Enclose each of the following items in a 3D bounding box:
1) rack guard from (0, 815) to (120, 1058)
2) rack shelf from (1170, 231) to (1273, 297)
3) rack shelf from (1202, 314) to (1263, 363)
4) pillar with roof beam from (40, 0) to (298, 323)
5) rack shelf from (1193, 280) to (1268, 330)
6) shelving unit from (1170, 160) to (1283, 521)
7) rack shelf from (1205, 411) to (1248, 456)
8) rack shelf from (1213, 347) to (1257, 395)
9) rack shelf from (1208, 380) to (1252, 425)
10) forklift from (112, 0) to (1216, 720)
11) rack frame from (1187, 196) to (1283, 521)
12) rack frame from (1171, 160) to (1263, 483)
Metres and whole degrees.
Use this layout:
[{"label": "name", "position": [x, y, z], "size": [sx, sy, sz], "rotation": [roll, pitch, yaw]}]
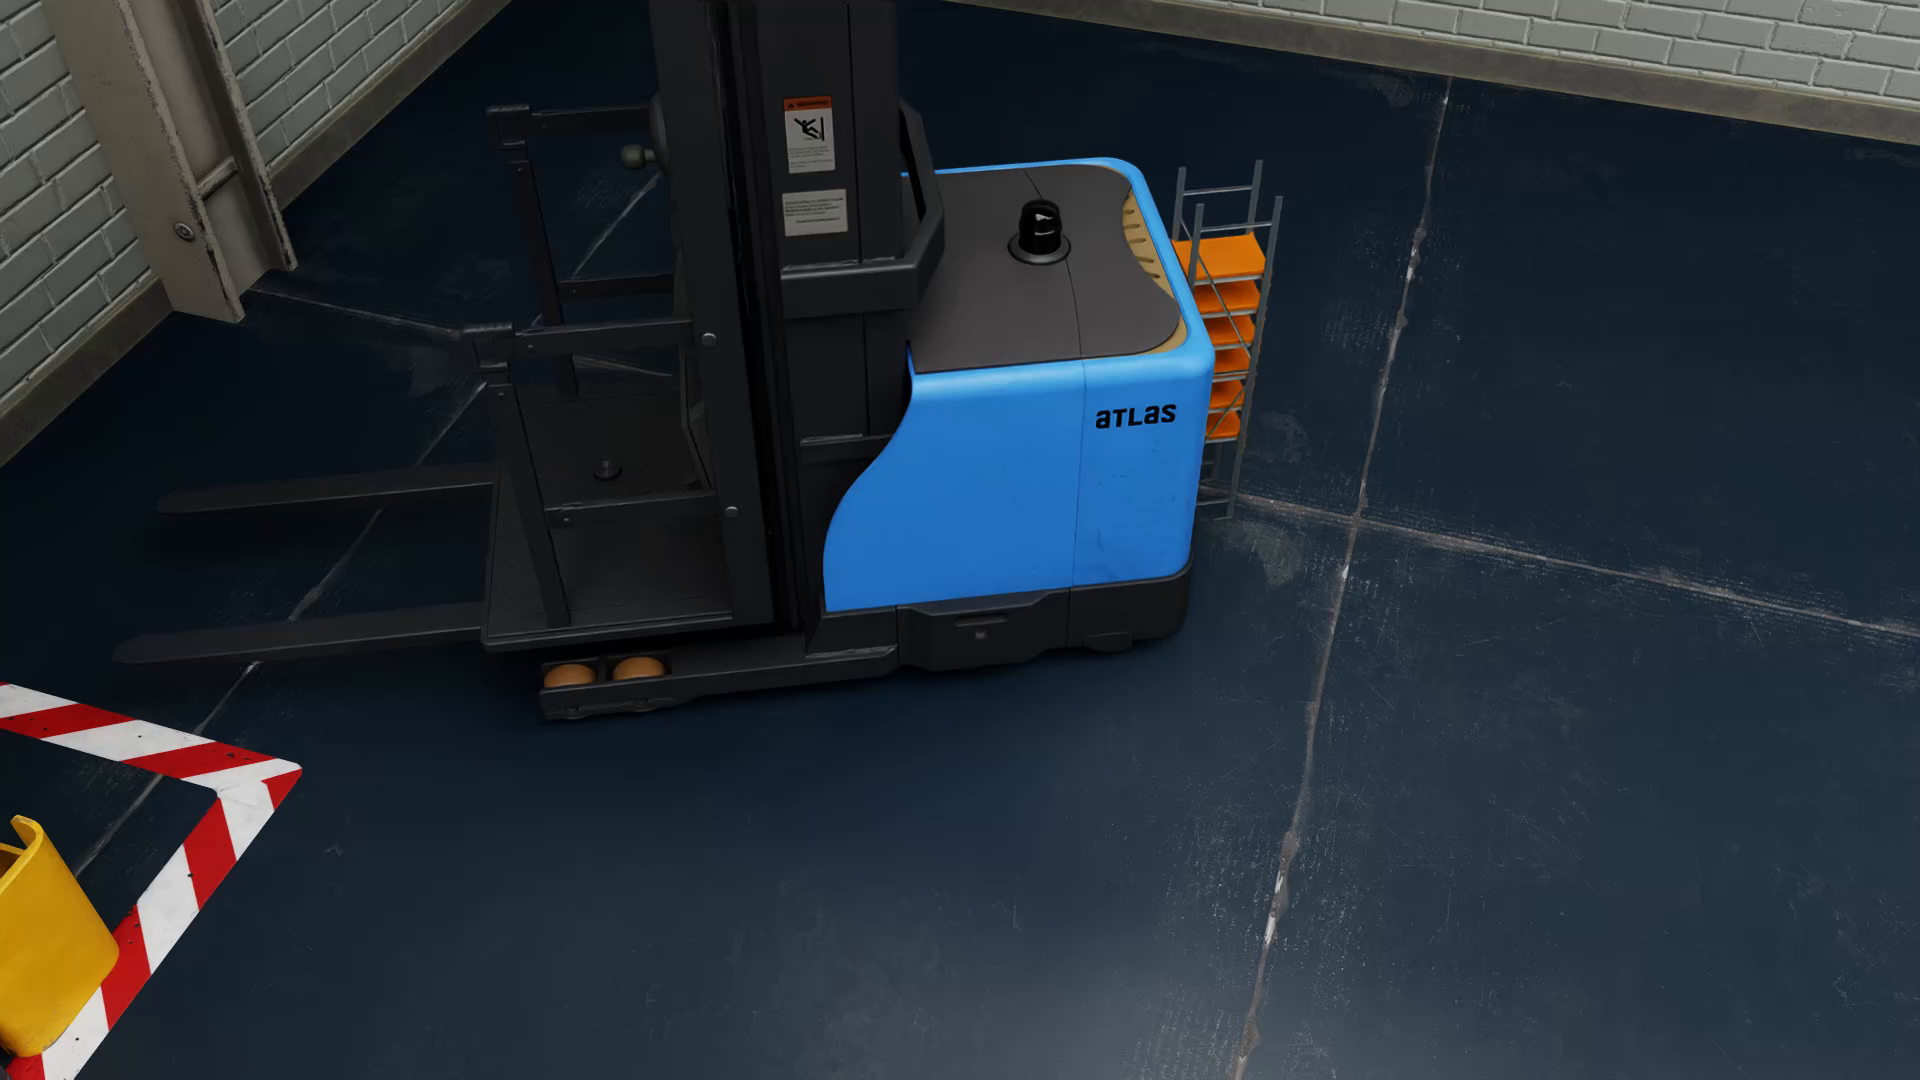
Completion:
[{"label": "rack guard", "position": [-2.706, 0.835, 4.039], "size": [1.175, 0.500, 0.348], "rotation": [13, 46, 13]}, {"label": "rack shelf", "position": [0.737, -0.773, 4.731], "size": [0.258, 0.103, 0.180], "rotation": [-7, 45, -7]}, {"label": "rack shelf", "position": [0.737, -0.602, 4.899], "size": [0.258, 0.103, 0.180], "rotation": [-7, 45, -7]}, {"label": "pillar with roof beam", "position": [1.383, -3.258, 2.145], "size": [9.100, 9.000, 0.400], "rotation": [13, 46, 13]}, {"label": "rack shelf", "position": [0.737, -0.687, 4.815], "size": [0.258, 0.103, 0.180], "rotation": [-7, 45, -7]}, {"label": "shelving unit", "position": [0.737, -0.548, 4.952], "size": [0.258, 1.200, 0.189], "rotation": [-7, 45, -7]}, {"label": "rack shelf", "position": [0.737, -0.344, 5.151], "size": [0.258, 0.103, 0.180], "rotation": [-7, 45, -7]}, {"label": "rack shelf", "position": [0.737, -0.516, 4.983], "size": [0.258, 0.103, 0.180], "rotation": [-7, 45, -7]}, {"label": "rack shelf", "position": [0.737, -0.430, 5.067], "size": [0.258, 0.103, 0.180], "rotation": [-7, 45, -7]}, {"label": "forklift", "position": [-0.891, -0.934, 4.109], "size": [3.031, 2.935, 1.130], "rotation": [-6, 45, -6]}, {"label": "rack frame", "position": [0.752, -0.484, 4.887], "size": [0.240, 1.200, 0.006], "rotation": [-7, 45, -7]}, {"label": "rack frame", "position": [0.722, -0.611, 5.016], "size": [0.240, 1.200, 0.006], "rotation": [-7, 45, -7]}]
